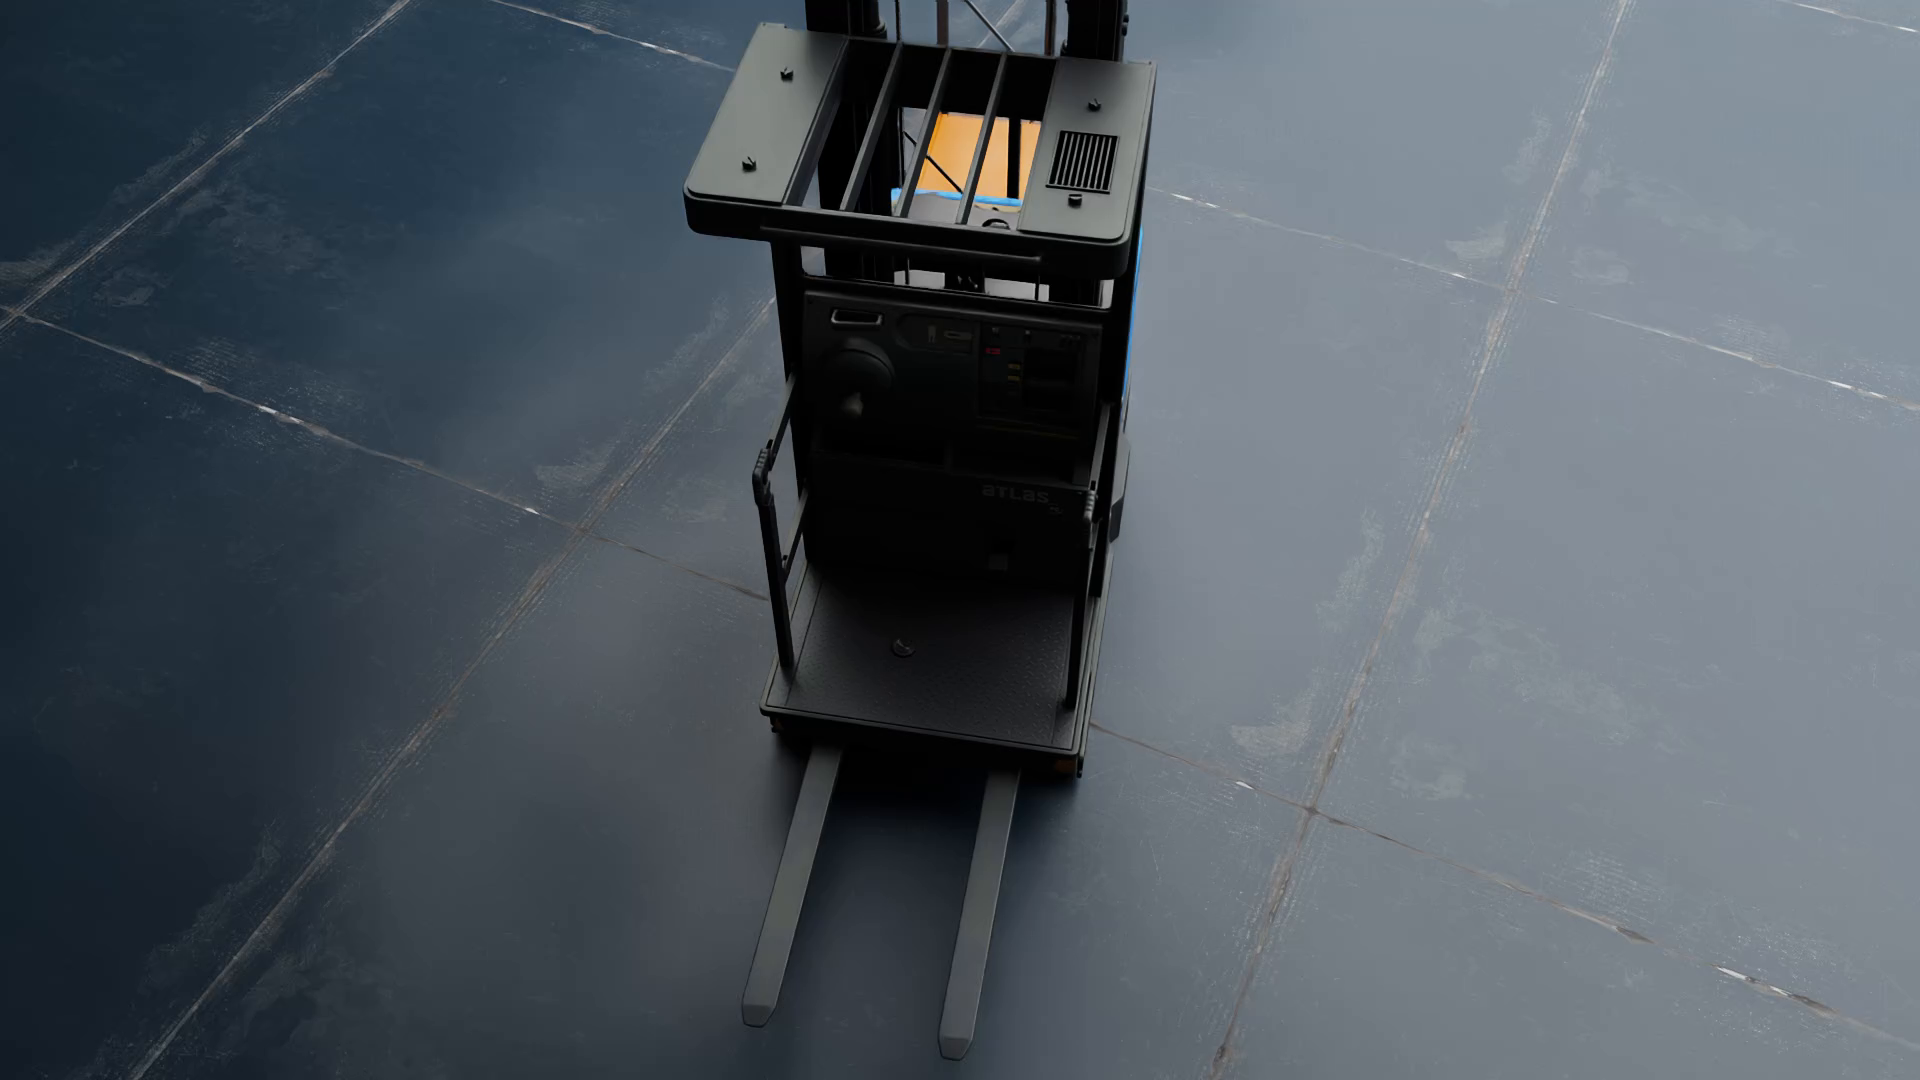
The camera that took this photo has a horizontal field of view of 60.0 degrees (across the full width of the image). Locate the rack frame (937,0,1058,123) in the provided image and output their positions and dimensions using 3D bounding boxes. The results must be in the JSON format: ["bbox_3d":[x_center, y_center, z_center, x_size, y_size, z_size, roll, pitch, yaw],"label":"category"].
[{"bbox_3d":[0.154,-1.930,7.223,0.500,1.500,0.032,8,50,6],"label":"rack frame"}]

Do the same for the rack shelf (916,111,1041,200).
[{"bbox_3d":[0.066,-1.432,7.035,0.538,0.185,1.000,8,50,6],"label":"rack shelf"}]

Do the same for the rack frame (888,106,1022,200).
[{"bbox_3d":[-0.023,-1.167,6.574,0.500,1.500,0.032,8,50,6],"label":"rack frame"}]

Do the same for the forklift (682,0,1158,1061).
[{"bbox_3d":[-0.065,-0.433,5.009,1.130,2.935,3.031,8,50,6],"label":"forklift"}]

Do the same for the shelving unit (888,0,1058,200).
[{"bbox_3d":[0.067,-1.556,6.904,0.587,1.500,1.083,8,50,6],"label":"shelving unit"}]
